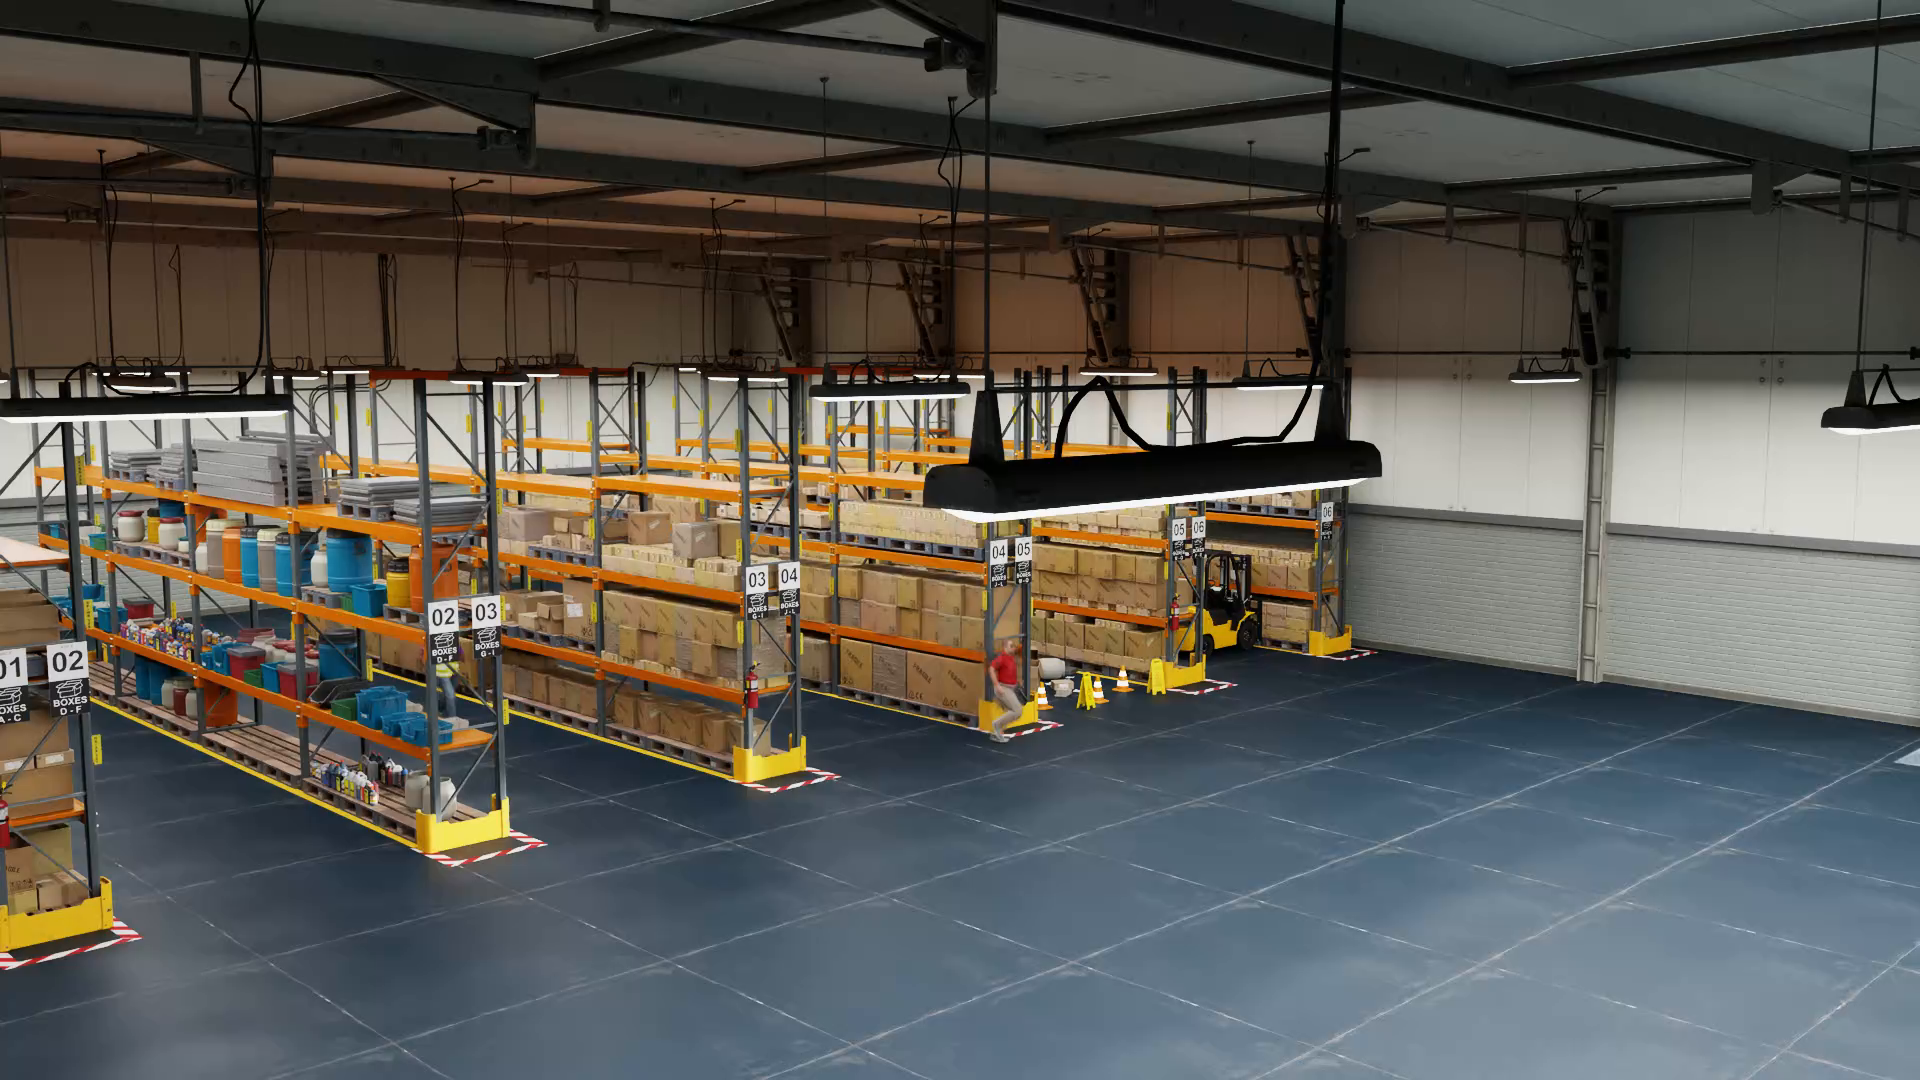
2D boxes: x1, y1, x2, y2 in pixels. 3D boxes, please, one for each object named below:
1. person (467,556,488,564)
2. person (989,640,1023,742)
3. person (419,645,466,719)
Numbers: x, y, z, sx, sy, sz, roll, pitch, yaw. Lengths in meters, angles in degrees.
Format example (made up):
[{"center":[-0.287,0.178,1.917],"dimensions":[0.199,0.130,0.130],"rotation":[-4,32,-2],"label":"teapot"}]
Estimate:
[{"center":[-11.642,0.961,40.110],"dimensions":[0.781,1.769,0.817],"rotation":[4,8,35],"label":"person"},{"center":[0.770,2.457,27.014],"dimensions":[0.564,1.677,0.679],"rotation":[1,7,13],"label":"person"},{"center":[-8.589,2.283,27.863],"dimensions":[0.969,1.767,0.694],"rotation":[4,8,32],"label":"person"}]
